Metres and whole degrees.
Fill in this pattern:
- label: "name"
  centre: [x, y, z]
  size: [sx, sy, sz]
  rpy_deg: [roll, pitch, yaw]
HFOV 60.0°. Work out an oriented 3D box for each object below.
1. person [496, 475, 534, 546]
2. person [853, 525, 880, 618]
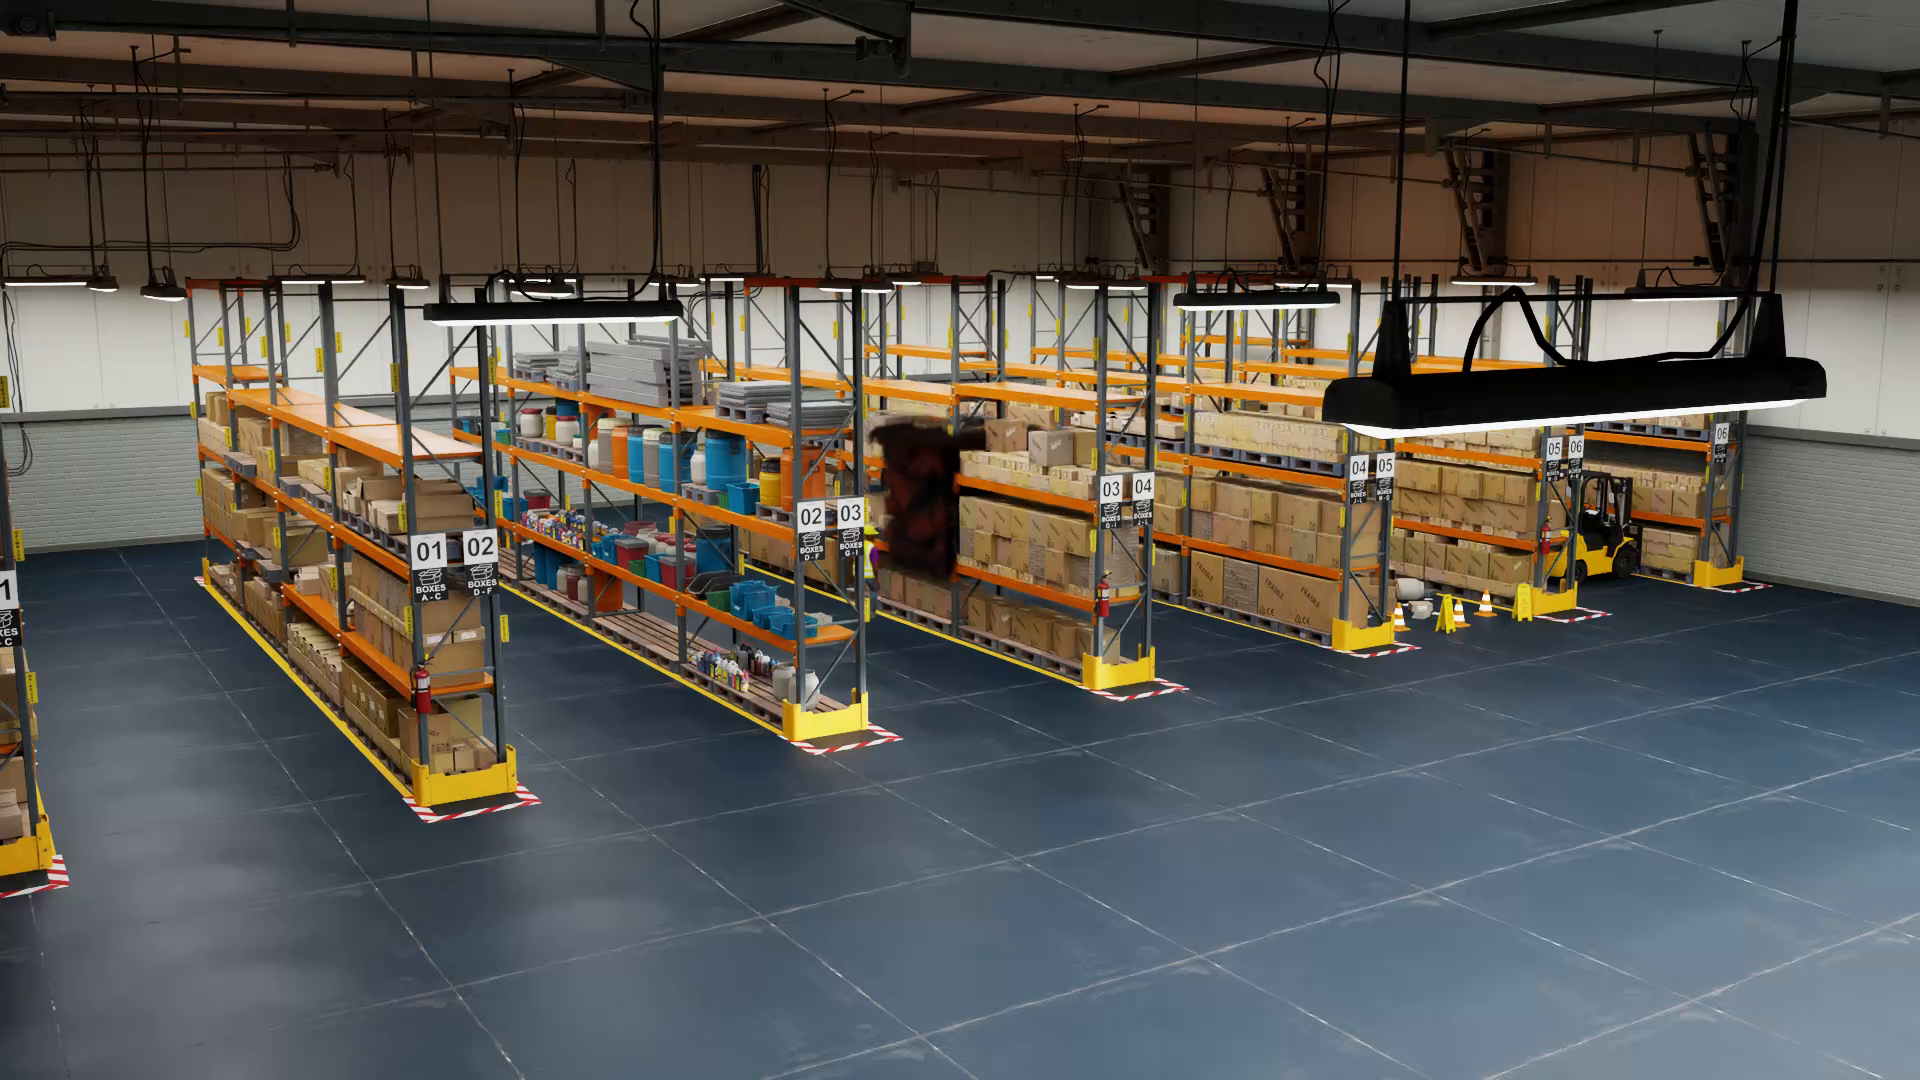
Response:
- label: "person"
  centre: [-10.056, -0.654, 36.989]
  size: [1.065, 1.610, 0.545]
  rpy_deg: [-2, 10, -10]
- label: "person"
  centre: [-1.541, 0.555, 28.100]
  size: [0.546, 1.695, 0.807]
  rpy_deg: [3, 10, 19]
